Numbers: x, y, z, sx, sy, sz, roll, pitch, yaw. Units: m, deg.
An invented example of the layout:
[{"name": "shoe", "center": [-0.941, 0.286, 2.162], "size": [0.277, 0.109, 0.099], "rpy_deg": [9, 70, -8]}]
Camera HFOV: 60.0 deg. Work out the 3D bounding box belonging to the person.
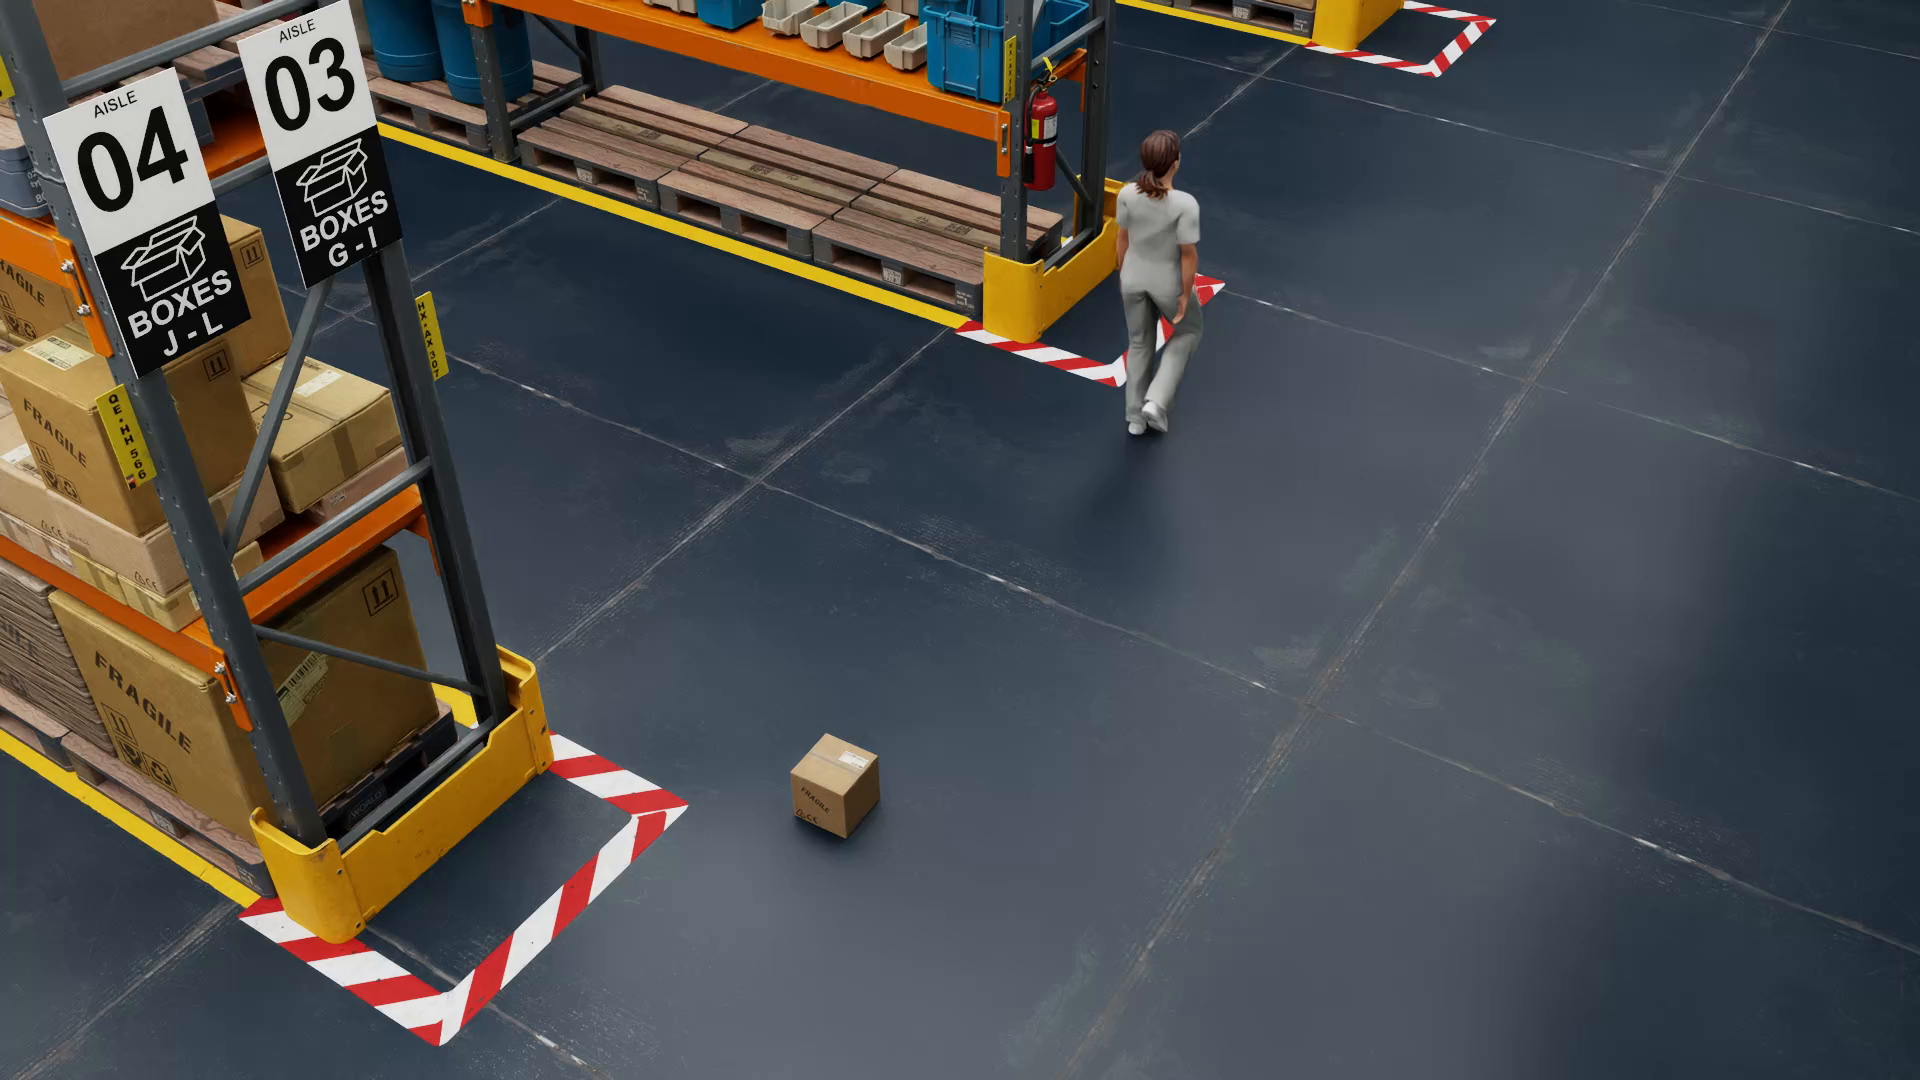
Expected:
[{"name": "person", "center": [0.977, -1.268, 8.233], "size": [0.444, 1.665, 0.456], "rpy_deg": [17, 42, 20]}]
